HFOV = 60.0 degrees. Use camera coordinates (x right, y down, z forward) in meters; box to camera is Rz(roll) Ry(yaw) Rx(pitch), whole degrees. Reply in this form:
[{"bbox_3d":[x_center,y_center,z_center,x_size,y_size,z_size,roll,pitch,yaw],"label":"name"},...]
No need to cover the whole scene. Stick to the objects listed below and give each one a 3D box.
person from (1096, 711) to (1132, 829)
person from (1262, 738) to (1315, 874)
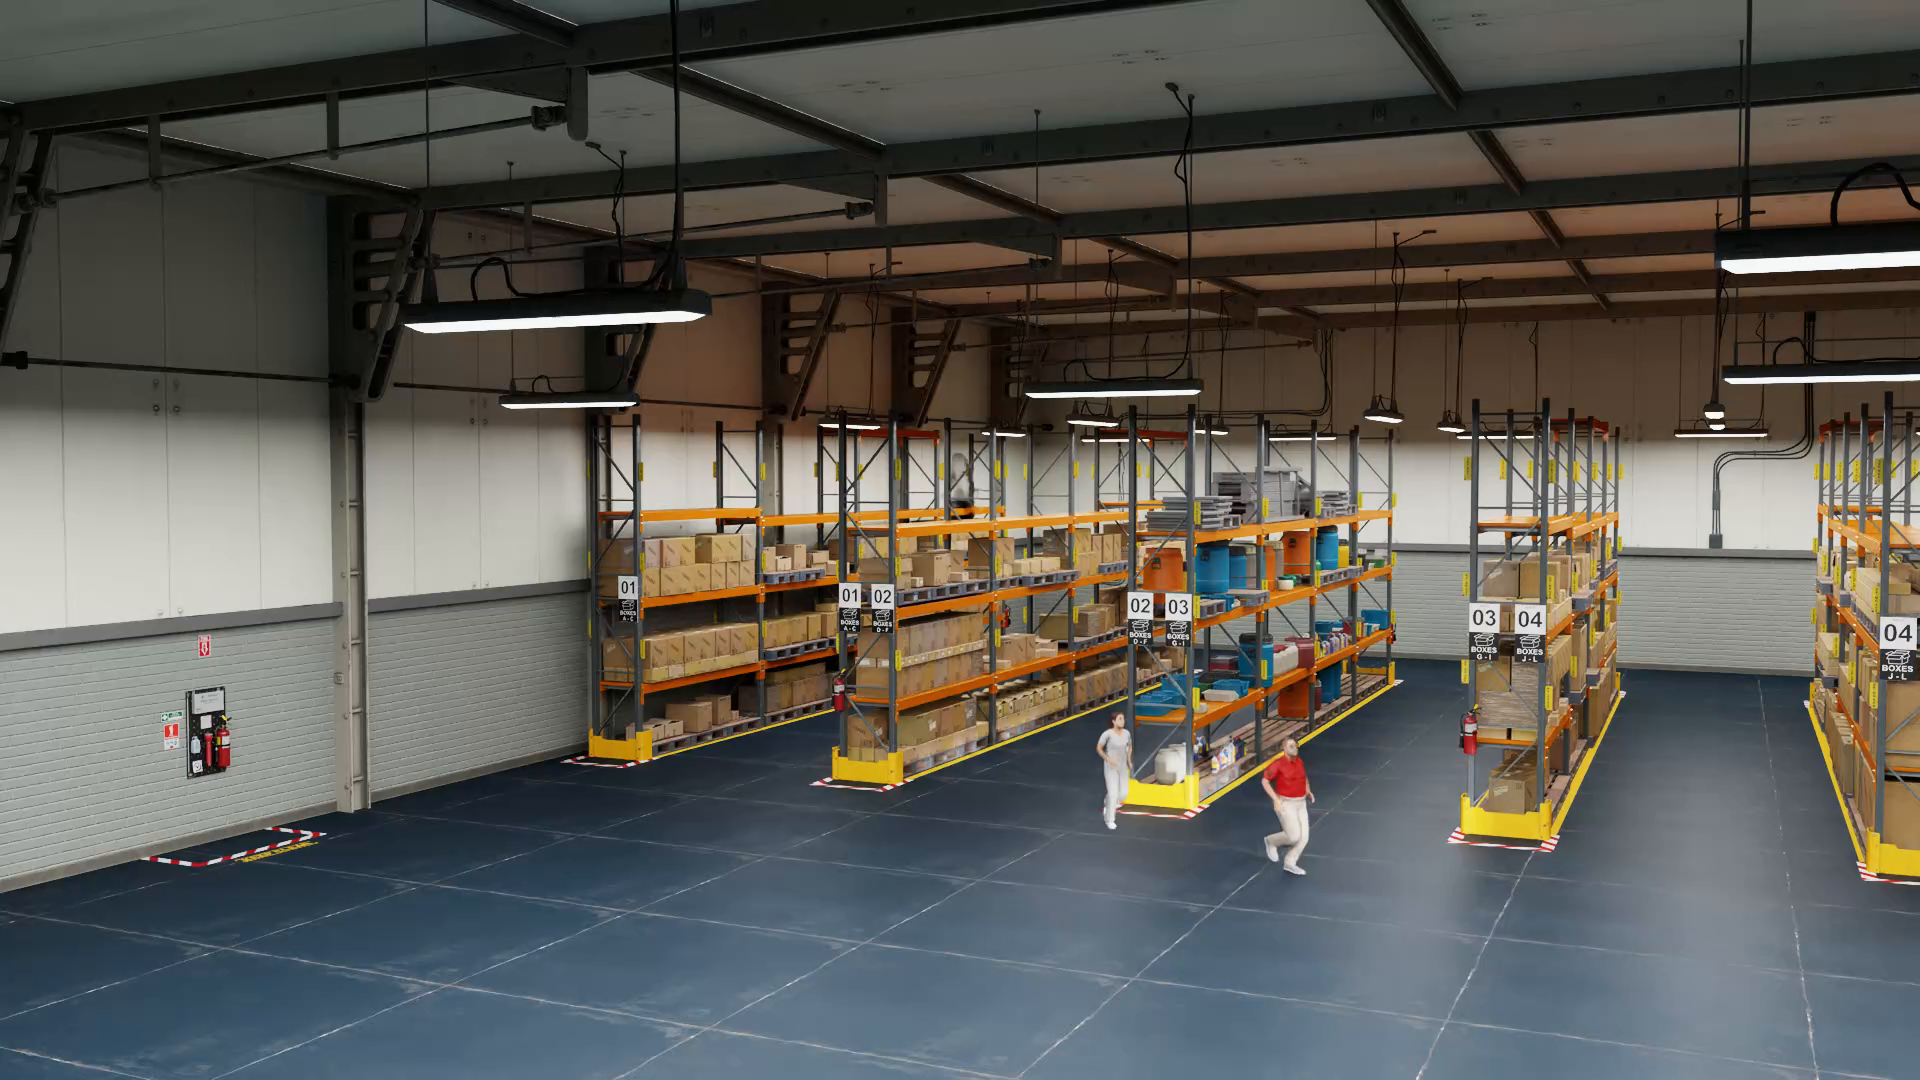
[{"bbox_3d":[2.206,3.237,23.533,0.611,1.648,0.568,-1,3,-21],"label":"person"},{"bbox_3d":[4.124,3.315,20.786,0.679,1.673,0.592,-1,3,-32],"label":"person"}]
